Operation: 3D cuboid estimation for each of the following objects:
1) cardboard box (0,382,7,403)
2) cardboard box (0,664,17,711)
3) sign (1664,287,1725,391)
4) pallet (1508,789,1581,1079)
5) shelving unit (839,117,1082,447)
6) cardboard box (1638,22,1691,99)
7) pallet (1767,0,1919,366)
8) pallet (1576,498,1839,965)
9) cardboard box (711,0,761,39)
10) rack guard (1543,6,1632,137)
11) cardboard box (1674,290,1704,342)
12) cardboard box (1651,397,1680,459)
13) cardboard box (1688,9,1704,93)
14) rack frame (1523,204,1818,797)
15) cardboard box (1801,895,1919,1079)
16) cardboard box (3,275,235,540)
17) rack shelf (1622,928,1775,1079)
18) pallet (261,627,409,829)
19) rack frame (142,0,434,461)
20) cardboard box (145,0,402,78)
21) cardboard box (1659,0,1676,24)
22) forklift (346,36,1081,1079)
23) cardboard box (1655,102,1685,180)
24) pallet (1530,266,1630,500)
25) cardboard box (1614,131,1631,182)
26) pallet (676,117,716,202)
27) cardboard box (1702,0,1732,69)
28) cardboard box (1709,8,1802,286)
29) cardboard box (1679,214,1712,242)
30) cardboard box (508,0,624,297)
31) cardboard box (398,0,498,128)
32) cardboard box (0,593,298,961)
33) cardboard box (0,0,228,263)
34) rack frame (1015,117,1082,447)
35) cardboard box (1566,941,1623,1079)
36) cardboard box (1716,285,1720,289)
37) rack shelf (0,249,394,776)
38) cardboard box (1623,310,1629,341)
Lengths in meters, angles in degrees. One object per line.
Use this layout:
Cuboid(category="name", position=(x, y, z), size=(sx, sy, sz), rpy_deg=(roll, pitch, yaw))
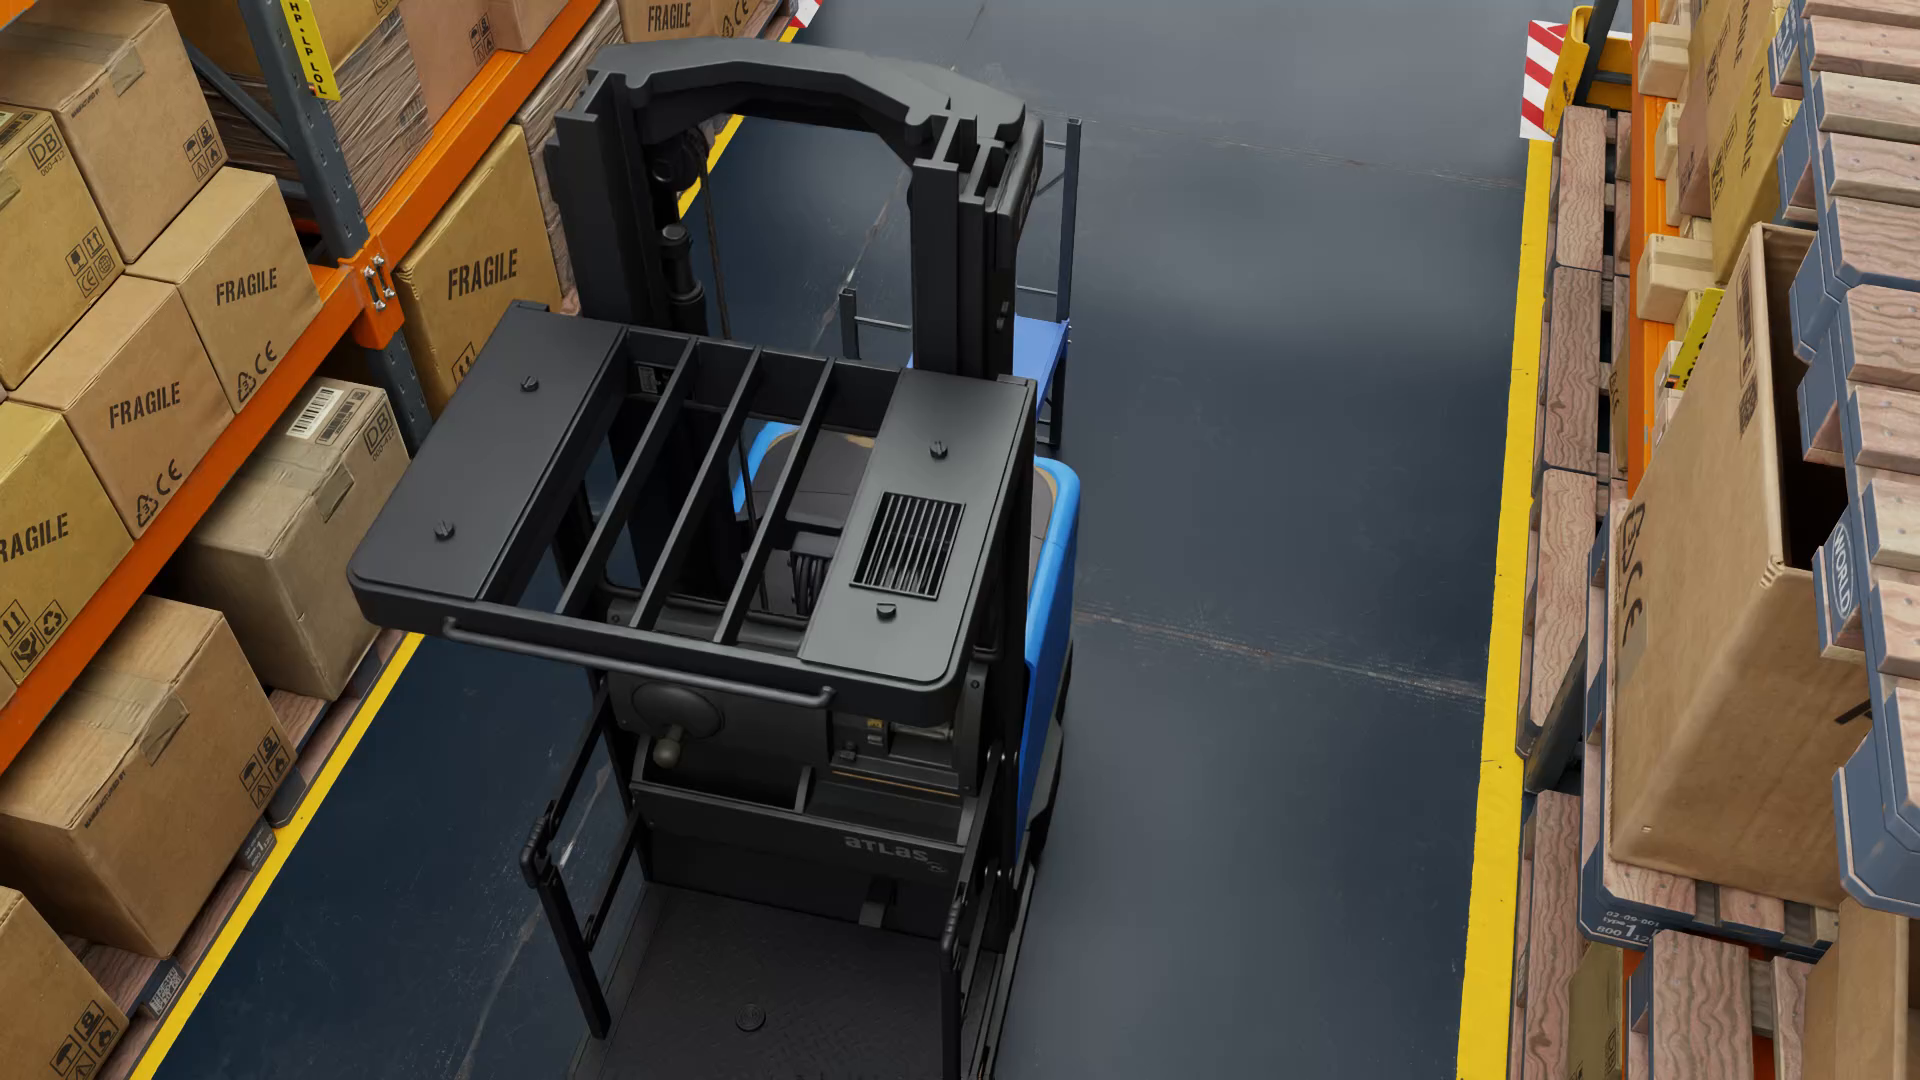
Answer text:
Cuboid(category="cardboard box", position=(-2.785, -0.418, 3.884), size=(0.700, 0.500, 0.500), rpy_deg=(12, 50, 10))
Cuboid(category="cardboard box", position=(-2.670, 0.344, 3.879), size=(0.500, 0.500, 0.500), rpy_deg=(11, 50, 10))
Cuboid(category="sign", position=(1.840, -0.488, 4.103), size=(0.100, 0.325, 0.005), rpy_deg=(12, 50, 10))
Cuboid(category="pallet", position=(2.162, 1.386, 4.886), size=(1.003, 0.211, 1.213), rpy_deg=(12, 50, 10))
Cuboid(category="shelving unit", position=(0.022, -0.558, 5.742), size=(0.538, 1.500, 1.048), rpy_deg=(12, 50, 10))
Cuboid(category="cardboard box", position=(2.625, -1.685, 5.904), size=(0.380, 0.149, 0.250), rpy_deg=(12, 50, 10))
Cuboid(category="pallet", position=(2.100, -0.605, 2.908), size=(1.213, 0.211, 1.003), rpy_deg=(12, 50, 10))
Cuboid(category="pallet", position=(2.024, 0.488, 3.947), size=(1.003, 0.211, 1.213), rpy_deg=(12, 50, 10))
Cuboid(category="cardboard box", position=(-1.455, -2.977, 8.014), size=(0.875, 0.875, 0.875), rpy_deg=(12, 50, 10))
Cuboid(category="rack guard", position=(3.398, -2.111, 7.780), size=(1.175, 0.500, 0.348), rpy_deg=(12, 50, 10))
Cuboid(category="cardboard box", position=(2.337, -0.578, 4.927), size=(0.380, 0.149, 0.250), rpy_deg=(12, 50, 10))
Cuboid(category="cardboard box", position=(2.138, -0.230, 4.620), size=(0.380, 0.149, 0.250), rpy_deg=(12, 50, 10))
Cuboid(category="cardboard box", position=(2.915, -1.634, 5.427), size=(0.875, 0.500, 0.500), rpy_deg=(12, 50, 10))
Cuboid(category="rack frame", position=(2.365, -0.100, 4.338), size=(1.000, 3.000, 0.127), rpy_deg=(12, 50, 10))
Cuboid(category="cardboard box", position=(1.998, 0.999, 3.019), size=(0.797, 0.503, 0.637), rpy_deg=(16, 51, 14))
Cuboid(category="cardboard box", position=(-2.405, -0.389, 4.526), size=(0.500, 0.500, 0.500), rpy_deg=(11, 50, 10))
Cuboid(category="rack shelf", position=(1.839, 1.585, 3.330), size=(1.077, 0.370, 4.000), rpy_deg=(12, 50, 10))
Cuboid(category="pallet", position=(-2.523, 0.344, 5.806), size=(1.003, 0.211, 1.213), rpy_deg=(12, 50, 10))
Cuboid(category="rack frame", position=(-2.393, -1.152, 5.266), size=(1.000, 3.000, 0.127), rpy_deg=(12, 50, 10))
Cuboid(category="cardboard box", position=(-2.263, -1.819, 5.034), size=(0.875, 0.550, 0.550), rpy_deg=(12, 50, 10))
Cuboid(category="cardboard box", position=(2.830, -2.032, 6.210), size=(0.380, 0.149, 0.250), rpy_deg=(12, 50, 10))
Cuboid(category="forklift", position=(-0.445, 0.505, 3.850), size=(1.130, 2.935, 3.031), rpy_deg=(10, 49, 8))
Cuboid(category="cardboard box", position=(2.547, -1.312, 5.575), size=(0.380, 0.149, 0.250), rpy_deg=(12, 50, 10))
Cuboid(category="pallet", position=(2.827, -0.555, 6.599), size=(1.003, 0.211, 1.213), rpy_deg=(12, 50, 10))
Cuboid(category="cardboard box", position=(3.238, -1.857, 7.275), size=(0.500, 0.500, 0.500), rpy_deg=(20, 52, 17))
Cuboid(category="pallet", position=(-1.798, -1.649, 7.565), size=(1.003, 0.211, 1.213), rpy_deg=(12, 50, 10))
Cuboid(category="cardboard box", position=(2.481, -1.665, 4.787), size=(0.500, 0.500, 0.500), rpy_deg=(12, 50, 10))
Cuboid(category="cardboard box", position=(2.218, -0.942, 4.149), size=(0.500, 0.500, 0.500), rpy_deg=(12, 50, 10))
Cuboid(category="cardboard box", position=(2.488, -0.936, 5.243), size=(0.380, 0.149, 0.250), rpy_deg=(12, 50, 10))
Cuboid(category="cardboard box", position=(-1.926, -1.682, 6.870), size=(0.875, 0.875, 0.875), rpy_deg=(12, 50, 10))
Cuboid(category="cardboard box", position=(-2.185, -1.873, 5.802), size=(0.875, 0.550, 0.550), rpy_deg=(12, 50, 10))
Cuboid(category="cardboard box", position=(-2.727, 0.617, 4.925), size=(1.050, 0.750, 0.750), rpy_deg=(12, 50, 10))
Cuboid(category="cardboard box", position=(-2.518, -1.155, 4.536), size=(0.700, 0.500, 0.500), rpy_deg=(11, 49, 9))
Cuboid(category="rack frame", position=(0.156, -0.926, 6.067), size=(0.500, 1.500, 0.032), rpy_deg=(12, 50, 10))
Cuboid(category="cardboard box", position=(2.039, 1.363, 4.420), size=(0.700, 0.500, 0.500), rpy_deg=(11, 50, 10))
Cuboid(category="cardboard box", position=(2.709, -0.899, 4.778), size=(0.875, 0.500, 0.500), rpy_deg=(12, 50, 10))
Cuboid(category="rack shelf", position=(-2.919, 0.533, 4.259), size=(1.077, 0.370, 4.000), rpy_deg=(12, 50, 10))
Cuboid(category="cardboard box", position=(2.930, -0.968, 6.491), size=(0.500, 0.500, 0.500), rpy_deg=(16, 50, 14))
